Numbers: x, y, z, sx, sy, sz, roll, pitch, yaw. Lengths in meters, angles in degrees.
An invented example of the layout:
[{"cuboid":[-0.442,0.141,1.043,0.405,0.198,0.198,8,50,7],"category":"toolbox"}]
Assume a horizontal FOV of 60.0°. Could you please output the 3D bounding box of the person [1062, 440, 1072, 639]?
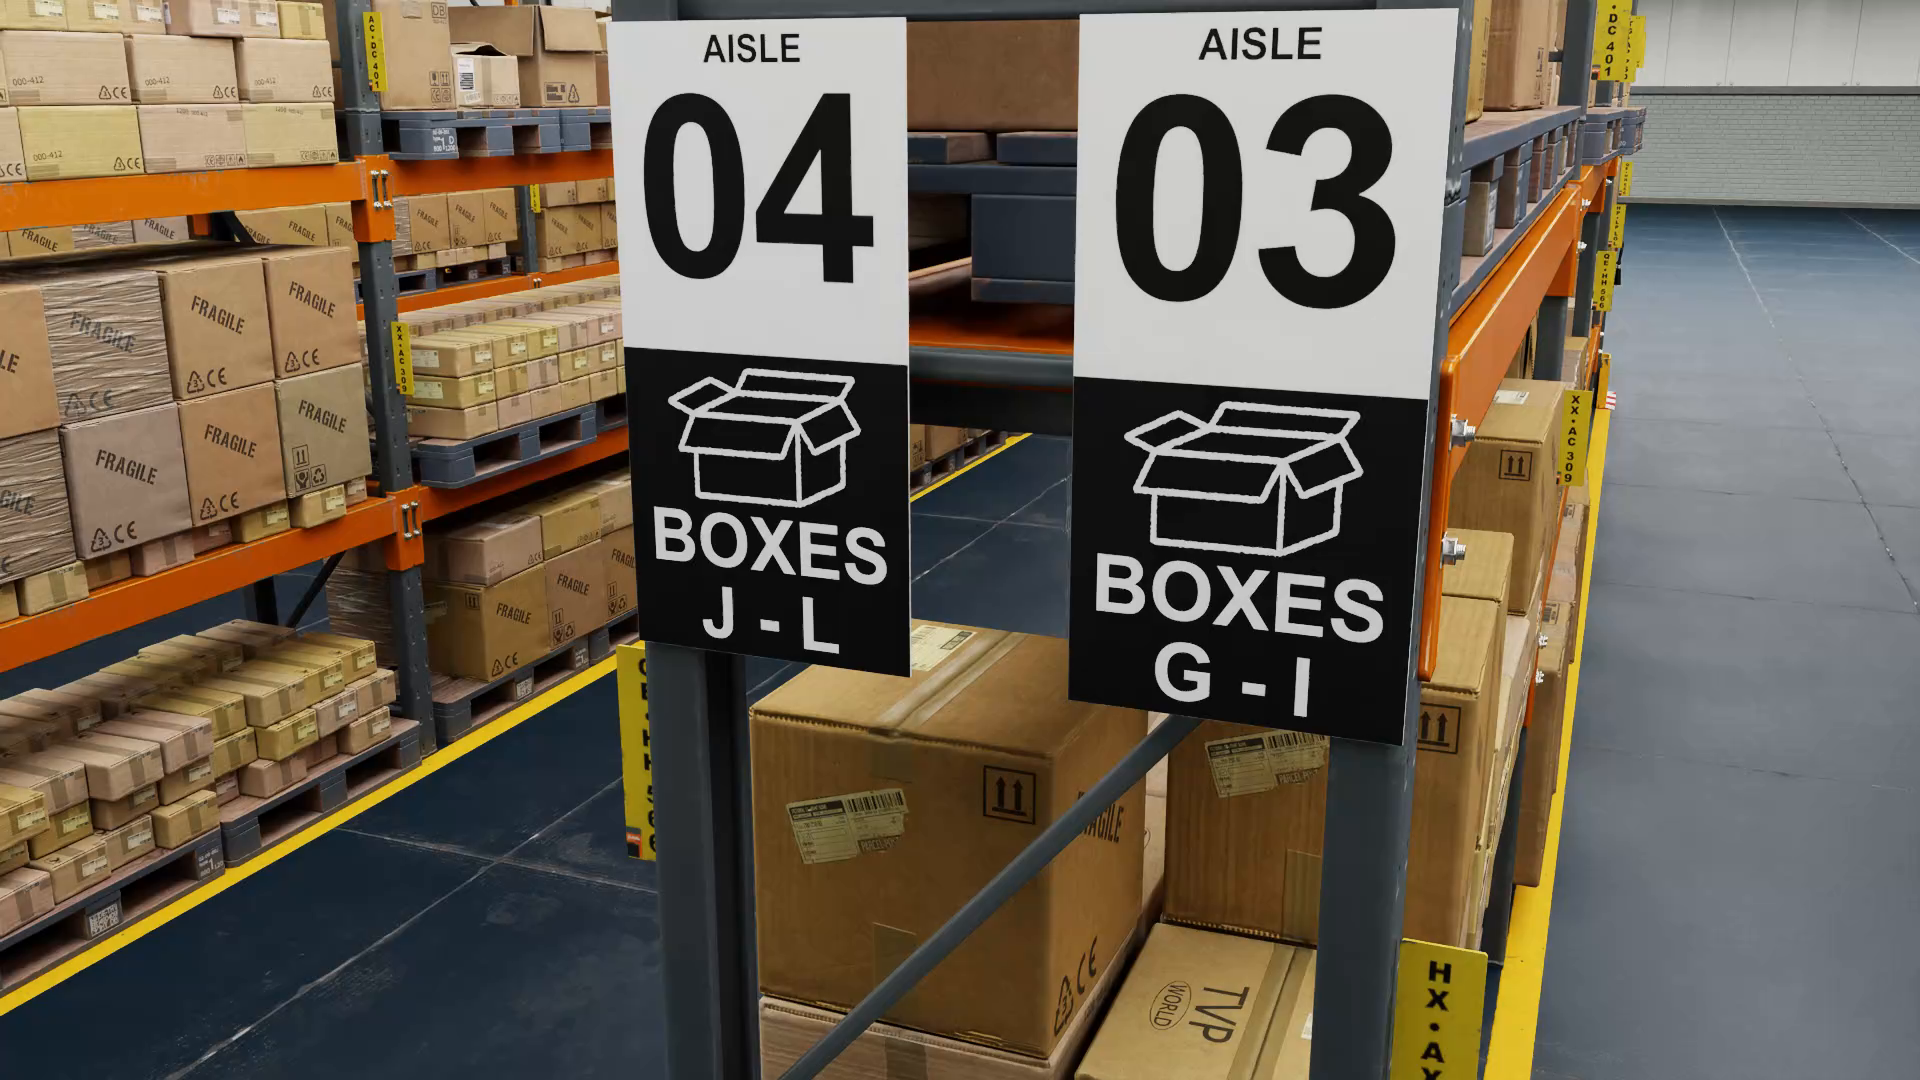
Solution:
[{"cuboid":[0.760,0.017,8.432,0.565,1.713,1.057,6,17,22],"category":"person"}]
